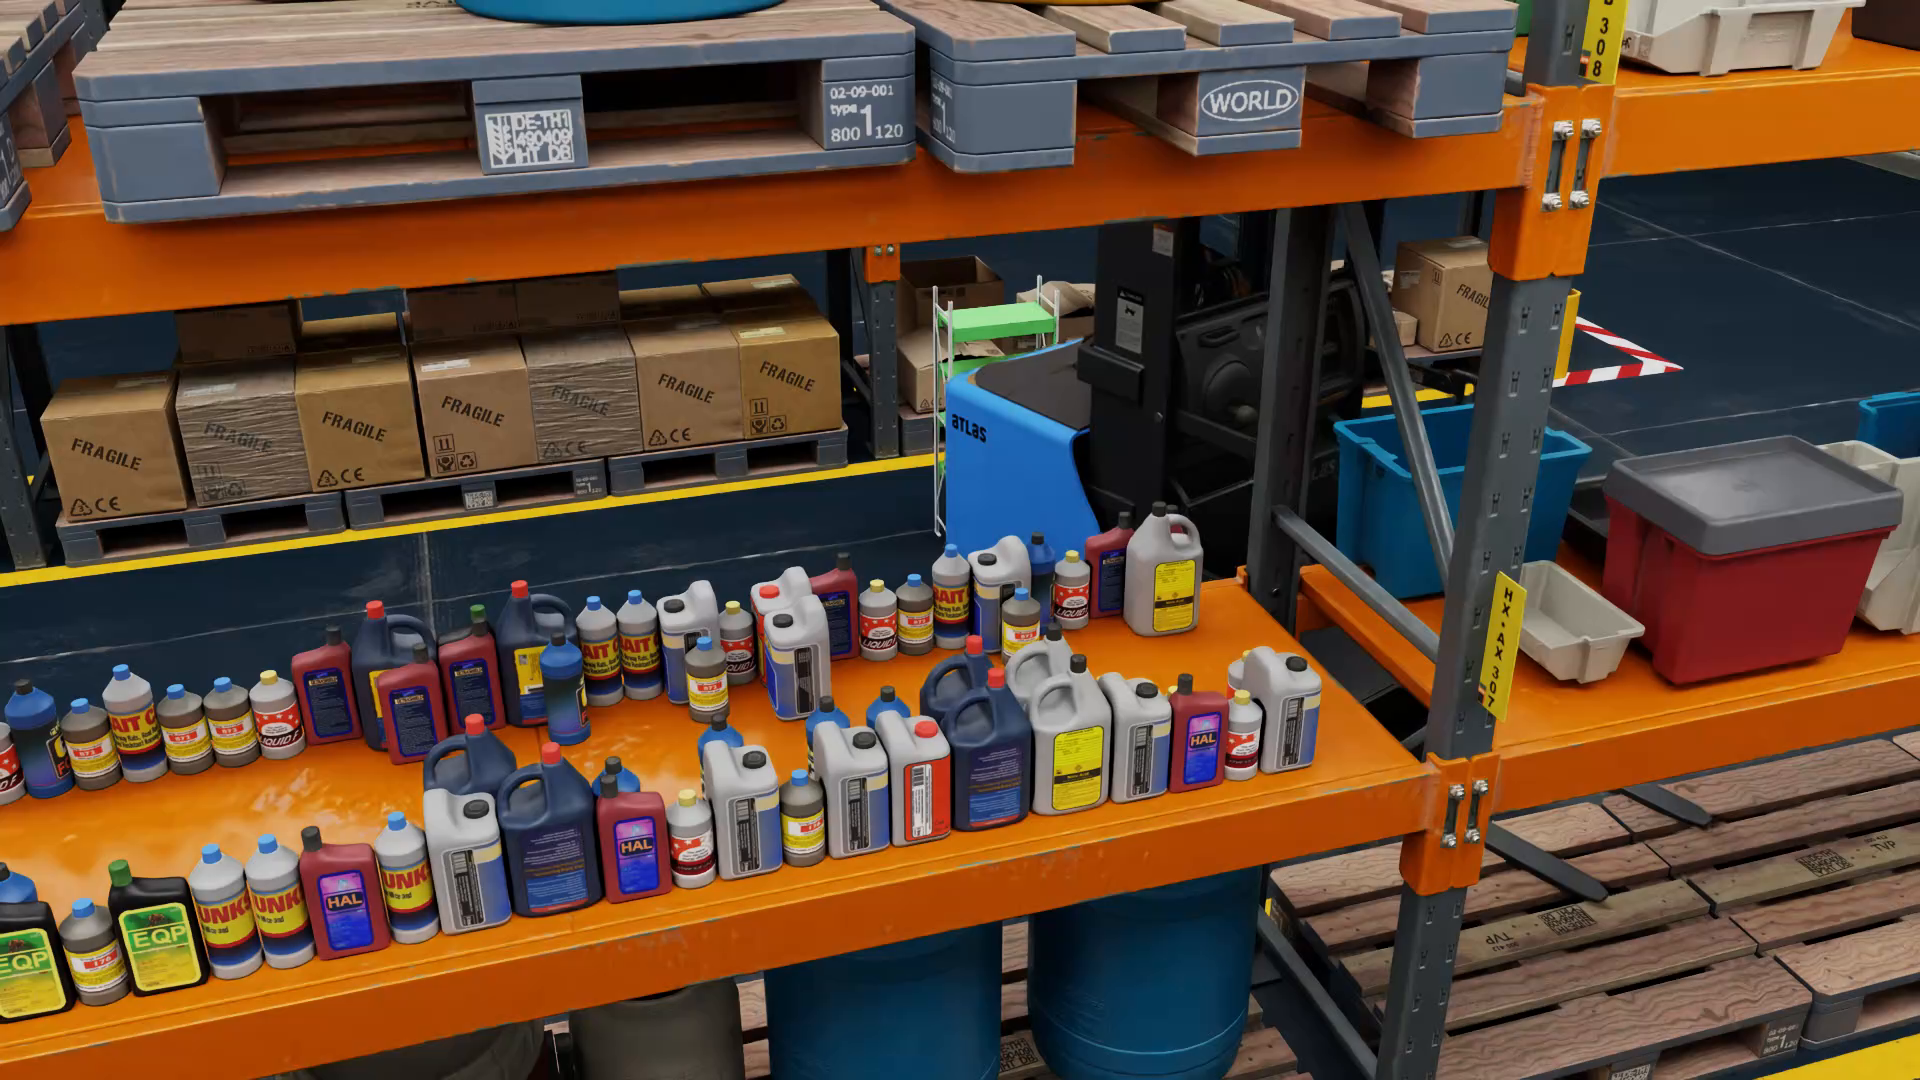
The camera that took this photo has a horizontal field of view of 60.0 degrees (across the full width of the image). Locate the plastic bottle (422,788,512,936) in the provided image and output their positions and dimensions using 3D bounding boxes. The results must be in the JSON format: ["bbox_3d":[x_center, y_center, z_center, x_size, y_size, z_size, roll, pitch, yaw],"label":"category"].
[{"bbox_3d":[-0.971,0.616,3.275,0.135,0.276,0.152,-8,28,-16],"label":"plastic bottle"}]

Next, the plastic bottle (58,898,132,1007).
[{"bbox_3d":[-1.604,0.754,3.081,0.097,0.201,0.097,0,26,0],"label":"plastic bottle"}]

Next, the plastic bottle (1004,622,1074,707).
[{"bbox_3d":[0.185,0.350,3.728,0.185,0.351,0.144,-8,28,-16],"label":"plastic bottle"}]

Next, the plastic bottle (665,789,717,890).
[{"bbox_3d":[-0.549,0.601,3.389,0.097,0.201,0.097,0,26,0],"label":"plastic bottle"}]

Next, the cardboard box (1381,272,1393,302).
[{"bbox_3d":[2.533,-1.503,10.096,0.250,0.166,0.380,-8,28,-16],"label":"cardboard box"}]

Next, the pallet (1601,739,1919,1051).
[{"bbox_3d":[2.852,1.085,5.327,1.213,0.211,1.003,-8,28,-16],"label":"pallet"}]

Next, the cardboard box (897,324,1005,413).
[{"bbox_3d":[-0.062,-0.930,8.780,0.500,0.311,0.500,-8,28,-16],"label":"cardboard box"}]

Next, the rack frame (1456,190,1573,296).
[{"bbox_3d":[3.276,-2.522,9.457,0.127,3.000,1.000,-8,28,-16],"label":"rack frame"}]

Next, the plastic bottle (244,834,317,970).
[{"bbox_3d":[-1.292,0.677,3.157,0.097,0.271,0.097,0,26,0],"label":"plastic bottle"}]

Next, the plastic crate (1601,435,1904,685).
[{"bbox_3d":[1.929,0.051,4.134,0.583,0.464,0.402,-8,28,-16],"label":"plastic crate"}]

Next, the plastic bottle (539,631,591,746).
[{"bbox_3d":[-0.916,0.335,3.846,0.097,0.271,0.097,0,26,0],"label":"plastic bottle"}]

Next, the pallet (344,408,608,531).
[{"bbox_3d":[-2.452,-0.425,8.368,1.213,0.211,1.003,-8,28,-16],"label":"pallet"}]

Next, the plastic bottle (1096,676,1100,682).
[{"bbox_3d":[0.324,0.404,3.787,0.097,0.201,0.097,0,26,0],"label":"plastic bottle"}]

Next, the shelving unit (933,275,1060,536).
[{"bbox_3d":[0.157,-0.560,7.529,0.503,1.200,0.258,-8,28,-16],"label":"shelving unit"}]

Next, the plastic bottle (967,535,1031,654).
[{"bbox_3d":[0.097,0.132,4.250,0.135,0.276,0.152,-8,28,-16],"label":"plastic bottle"}]

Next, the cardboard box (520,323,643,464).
[{"bbox_3d":[-1.858,-0.726,8.156,0.500,0.500,0.500,-8,27,-15],"label":"cardboard box"}]

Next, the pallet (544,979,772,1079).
[{"bbox_3d":[-0.906,1.631,4.228,1.213,0.211,1.003,-8,28,-16],"label":"pallet"}]

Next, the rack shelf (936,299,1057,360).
[{"bbox_3d":[0.157,-0.933,7.344,0.480,0.148,0.258,-8,28,-16],"label":"rack shelf"}]

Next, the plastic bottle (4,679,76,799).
[{"bbox_3d":[-2.028,0.429,3.657,0.097,0.271,0.097,0,26,0],"label":"plastic bottle"}]

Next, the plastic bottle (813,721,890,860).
[{"bbox_3d":[-0.227,0.508,3.492,0.135,0.276,0.152,-8,28,-16],"label":"plastic bottle"}]

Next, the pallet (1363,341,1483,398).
[{"bbox_3d":[2.446,-1.152,9.834,1.213,0.211,1.003,-8,28,-16],"label":"pallet"}]

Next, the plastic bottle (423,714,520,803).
[{"bbox_3d":[-0.993,0.516,3.392,0.185,0.351,0.144,-8,28,-16],"label":"plastic bottle"}]

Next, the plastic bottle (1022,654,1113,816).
[{"bbox_3d":[0.230,0.411,3.605,0.185,0.351,0.144,-8,28,-16],"label":"plastic bottle"}]

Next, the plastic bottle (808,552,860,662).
[{"bbox_3d":[-0.323,0.168,4.169,0.133,0.283,0.061,-8,28,-16],"label":"plastic bottle"}]

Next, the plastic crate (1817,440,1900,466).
[{"bbox_3d":[2.565,-0.152,4.912,0.466,0.136,0.293,-8,28,-16],"label":"plastic crate"}]

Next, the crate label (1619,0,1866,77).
[{"bbox_3d":[1.557,-1.047,3.409,0.466,0.136,0.293,-8,28,-16],"label":"crate label"}]

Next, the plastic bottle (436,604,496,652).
[{"bbox_3d":[-1.159,0.289,3.925,0.133,0.283,0.061,-8,28,-16],"label":"plastic bottle"}]

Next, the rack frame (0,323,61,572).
[{"bbox_3d":[-4.331,-1.420,7.238,0.127,3.000,1.000,-8,28,-16],"label":"rack frame"}]

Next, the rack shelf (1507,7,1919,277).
[{"bbox_3d":[2.904,-1.173,4.176,4.000,0.370,1.077,-8,28,-16],"label":"rack shelf"}]

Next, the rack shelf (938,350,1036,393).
[{"bbox_3d":[0.157,-0.718,7.451,0.480,0.148,0.258,-8,28,-16],"label":"rack shelf"}]

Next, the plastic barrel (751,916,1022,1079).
[{"bbox_3d":[-0.193,1.041,4.168,0.708,0.901,0.600,-8,28,-16],"label":"plastic barrel"}]

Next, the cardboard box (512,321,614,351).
[{"bbox_3d":[-2.044,-0.941,8.589,0.500,0.500,0.500,-8,27,-15],"label":"cardboard box"}]

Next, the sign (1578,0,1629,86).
[{"bbox_3d":[1.171,-0.991,2.990,0.005,0.325,0.100,-8,28,-16],"label":"sign"}]

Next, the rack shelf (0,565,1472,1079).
[{"bbox_3d":[-0.899,0.721,3.733,4.000,0.370,1.077,-8,28,-16],"label":"rack shelf"}]

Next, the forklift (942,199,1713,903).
[{"bbox_3d":[1.242,-0.633,5.728,1.130,2.935,3.031,-20,33,-34],"label":"forklift"}]

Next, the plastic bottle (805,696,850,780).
[{"bbox_3d":[-0.283,0.460,3.594,0.097,0.271,0.097,0,26,0],"label":"plastic bottle"}]

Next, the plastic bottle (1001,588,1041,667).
[{"bbox_3d":[0.153,0.216,4.166,0.097,0.201,0.097,0,26,0],"label":"plastic bottle"}]

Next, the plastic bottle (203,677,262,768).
[{"bbox_3d":[-1.658,0.407,3.781,0.097,0.201,0.097,0,26,0],"label":"plastic bottle"}]

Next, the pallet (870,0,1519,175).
[{"bbox_3d":[0.287,-0.986,3.202,1.003,0.211,1.213,-8,28,-16],"label":"pallet"}]

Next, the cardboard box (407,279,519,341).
[{"bbox_3d":[-2.491,-1.214,8.295,0.500,0.250,0.500,-9,28,-17],"label":"cardboard box"}]

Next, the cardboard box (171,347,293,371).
[{"bbox_3d":[-3.515,-0.726,8.155,0.500,0.500,0.500,-7,27,-14],"label":"cardboard box"}]

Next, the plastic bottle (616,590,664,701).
[{"bbox_3d":[-0.775,0.248,4.023,0.097,0.271,0.097,0,26,0],"label":"plastic bottle"}]

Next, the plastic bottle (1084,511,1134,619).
[{"bbox_3d":[0.395,0.064,4.378,0.133,0.283,0.061,-8,28,-16],"label":"plastic bottle"}]

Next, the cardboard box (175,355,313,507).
[{"bbox_3d":[-3.314,-0.514,7.729,0.500,0.500,0.500,-9,28,-18],"label":"cardboard box"}]

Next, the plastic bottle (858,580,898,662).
[{"bbox_3d":[-0.207,0.197,4.204,0.097,0.201,0.097,0,26,0],"label":"plastic bottle"}]

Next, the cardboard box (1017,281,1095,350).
[{"bbox_3d":[0.639,-1.266,9.455,0.500,0.311,0.500,-8,28,-16],"label":"cardboard box"}]

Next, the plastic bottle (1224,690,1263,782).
[{"bbox_3d":[0.626,0.431,3.732,0.097,0.201,0.097,0,26,0],"label":"plastic bottle"}]

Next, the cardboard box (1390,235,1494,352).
[{"bbox_3d":[2.835,-1.421,9.554,0.500,0.500,0.500,-8,28,-16],"label":"cardboard box"}]
